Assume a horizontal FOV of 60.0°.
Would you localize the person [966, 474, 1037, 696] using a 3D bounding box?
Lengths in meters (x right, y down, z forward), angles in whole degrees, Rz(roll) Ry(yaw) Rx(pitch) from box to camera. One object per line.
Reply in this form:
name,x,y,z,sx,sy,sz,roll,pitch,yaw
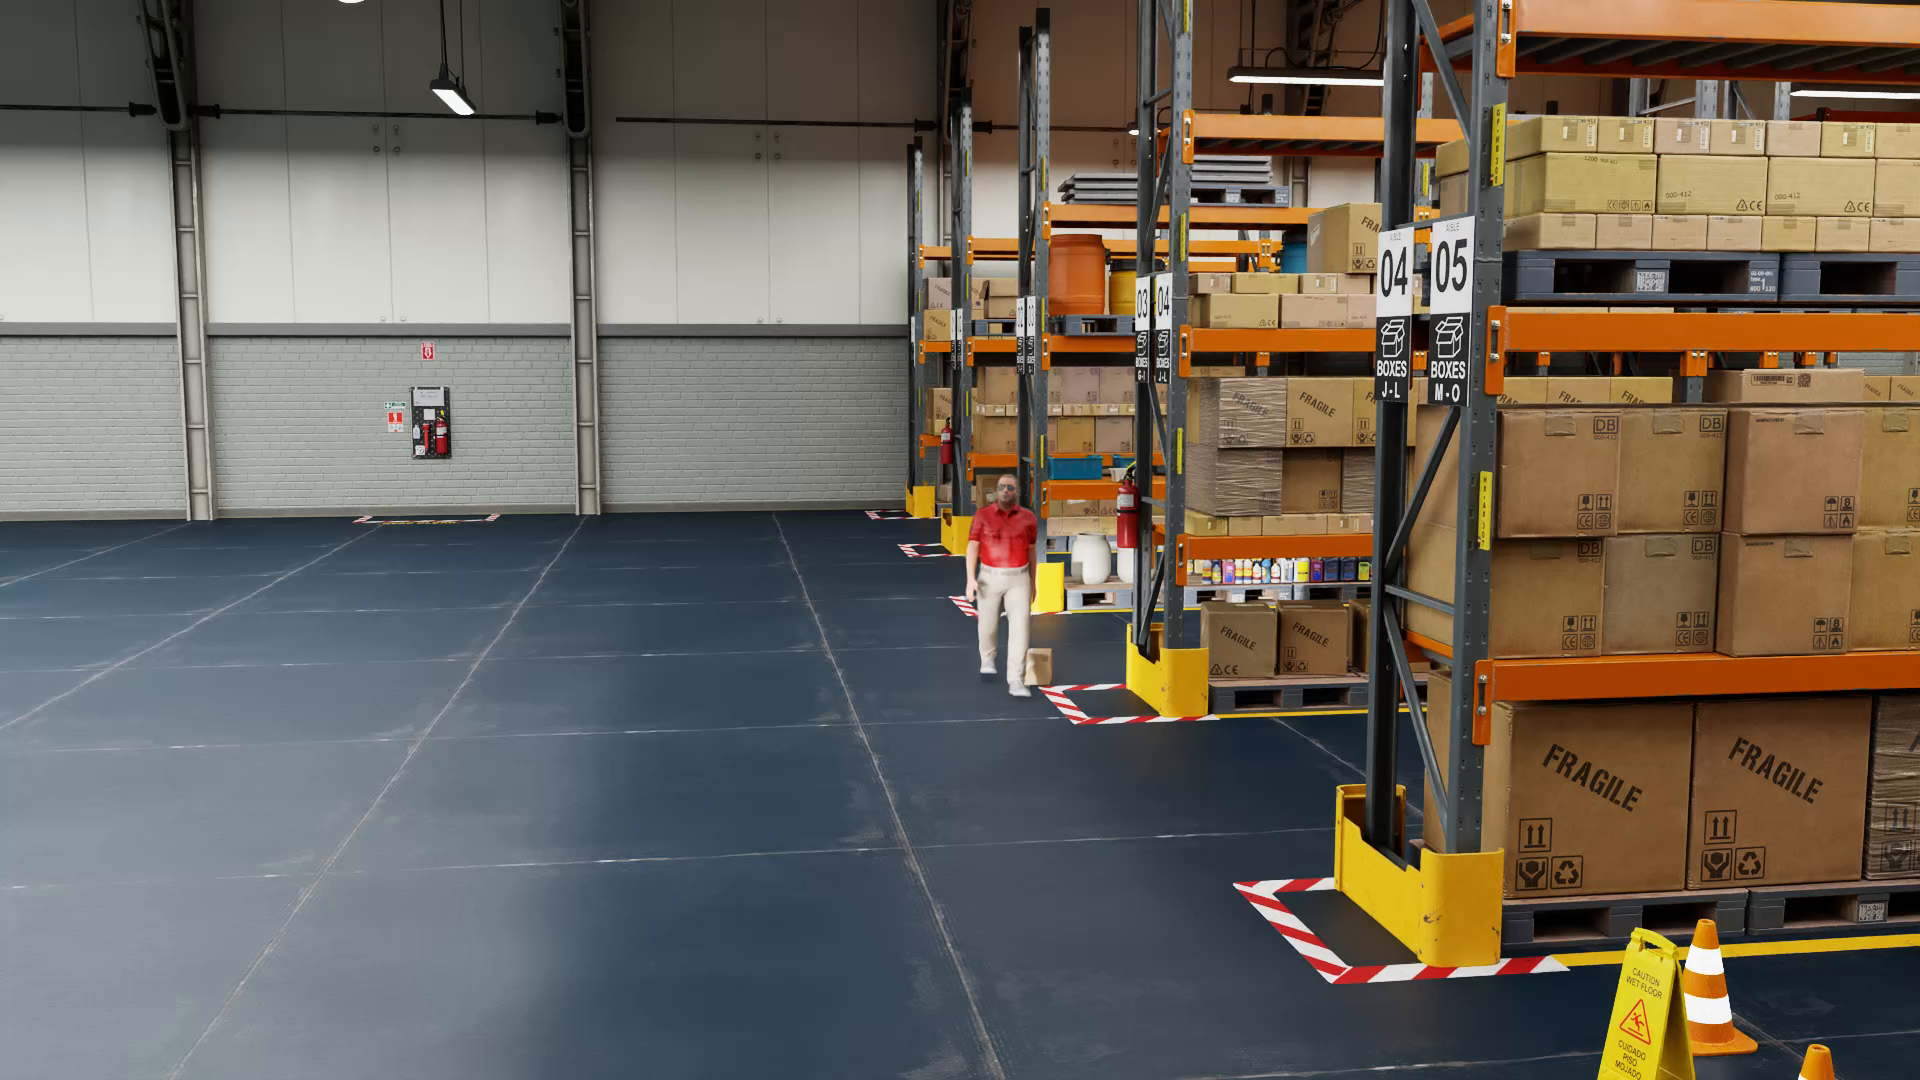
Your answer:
person,0.328,0.326,12.930,0.562,1.673,1.051,0,6,0
